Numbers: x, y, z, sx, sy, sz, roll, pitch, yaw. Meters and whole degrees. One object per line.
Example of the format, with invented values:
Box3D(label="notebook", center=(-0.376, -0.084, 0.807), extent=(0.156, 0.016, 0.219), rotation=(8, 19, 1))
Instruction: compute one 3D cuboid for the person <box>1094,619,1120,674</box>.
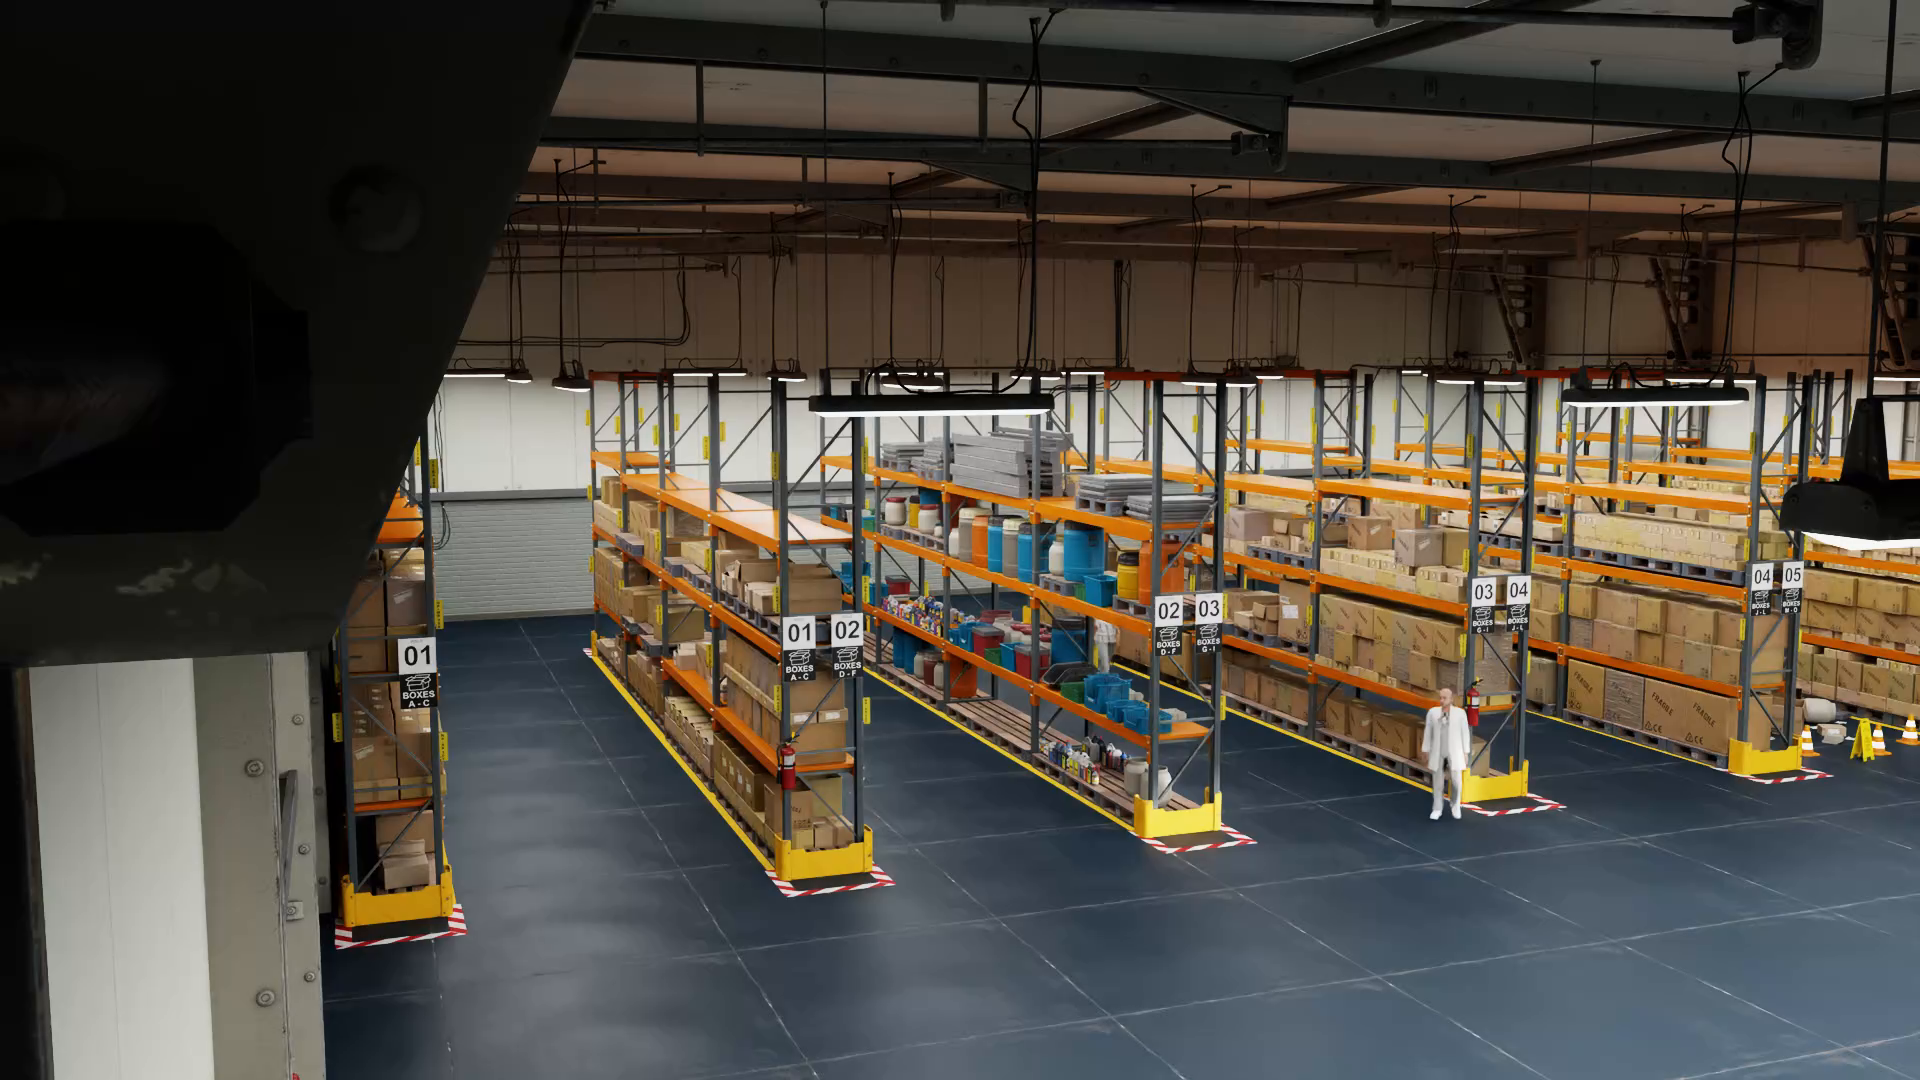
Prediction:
Box3D(label="person", center=(2.821, 1.951, 31.954), extent=(0.463, 1.608, 0.988), rotation=(-2, 7, -20))

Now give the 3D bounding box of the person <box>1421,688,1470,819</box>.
Box3D(label="person", center=(6.620, 2.910, 22.688), extent=(0.634, 1.782, 0.497), rotation=(3, 7, 26))
